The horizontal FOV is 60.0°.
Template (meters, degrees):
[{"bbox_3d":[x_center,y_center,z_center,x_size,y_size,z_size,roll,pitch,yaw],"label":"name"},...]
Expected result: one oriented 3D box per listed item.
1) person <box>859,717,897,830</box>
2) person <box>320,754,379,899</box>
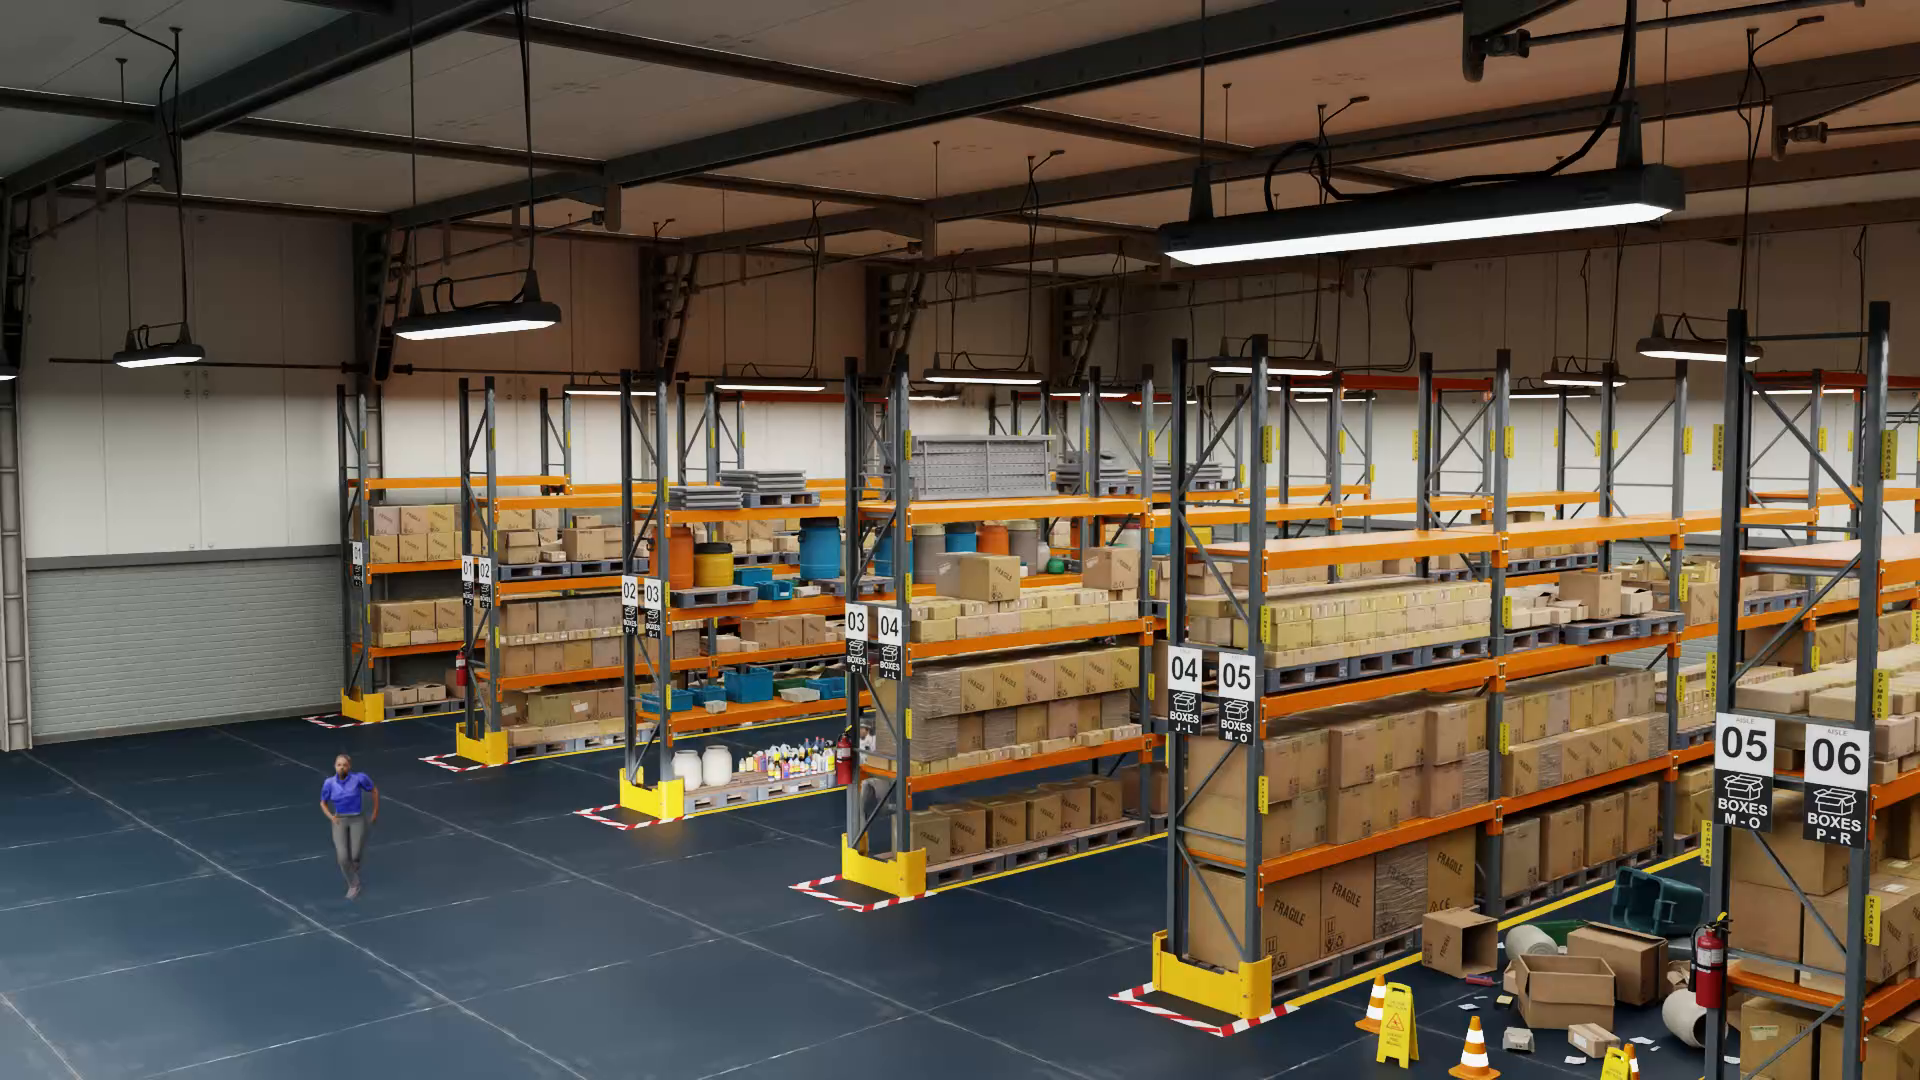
[{"bbox_3d":[-1.033,2.990,20.599,0.616,1.671,1.059,3,5,43],"label":"person"},{"bbox_3d":[-6.802,3.168,18.539,0.610,1.612,0.665,-1,4,-14],"label":"person"}]
